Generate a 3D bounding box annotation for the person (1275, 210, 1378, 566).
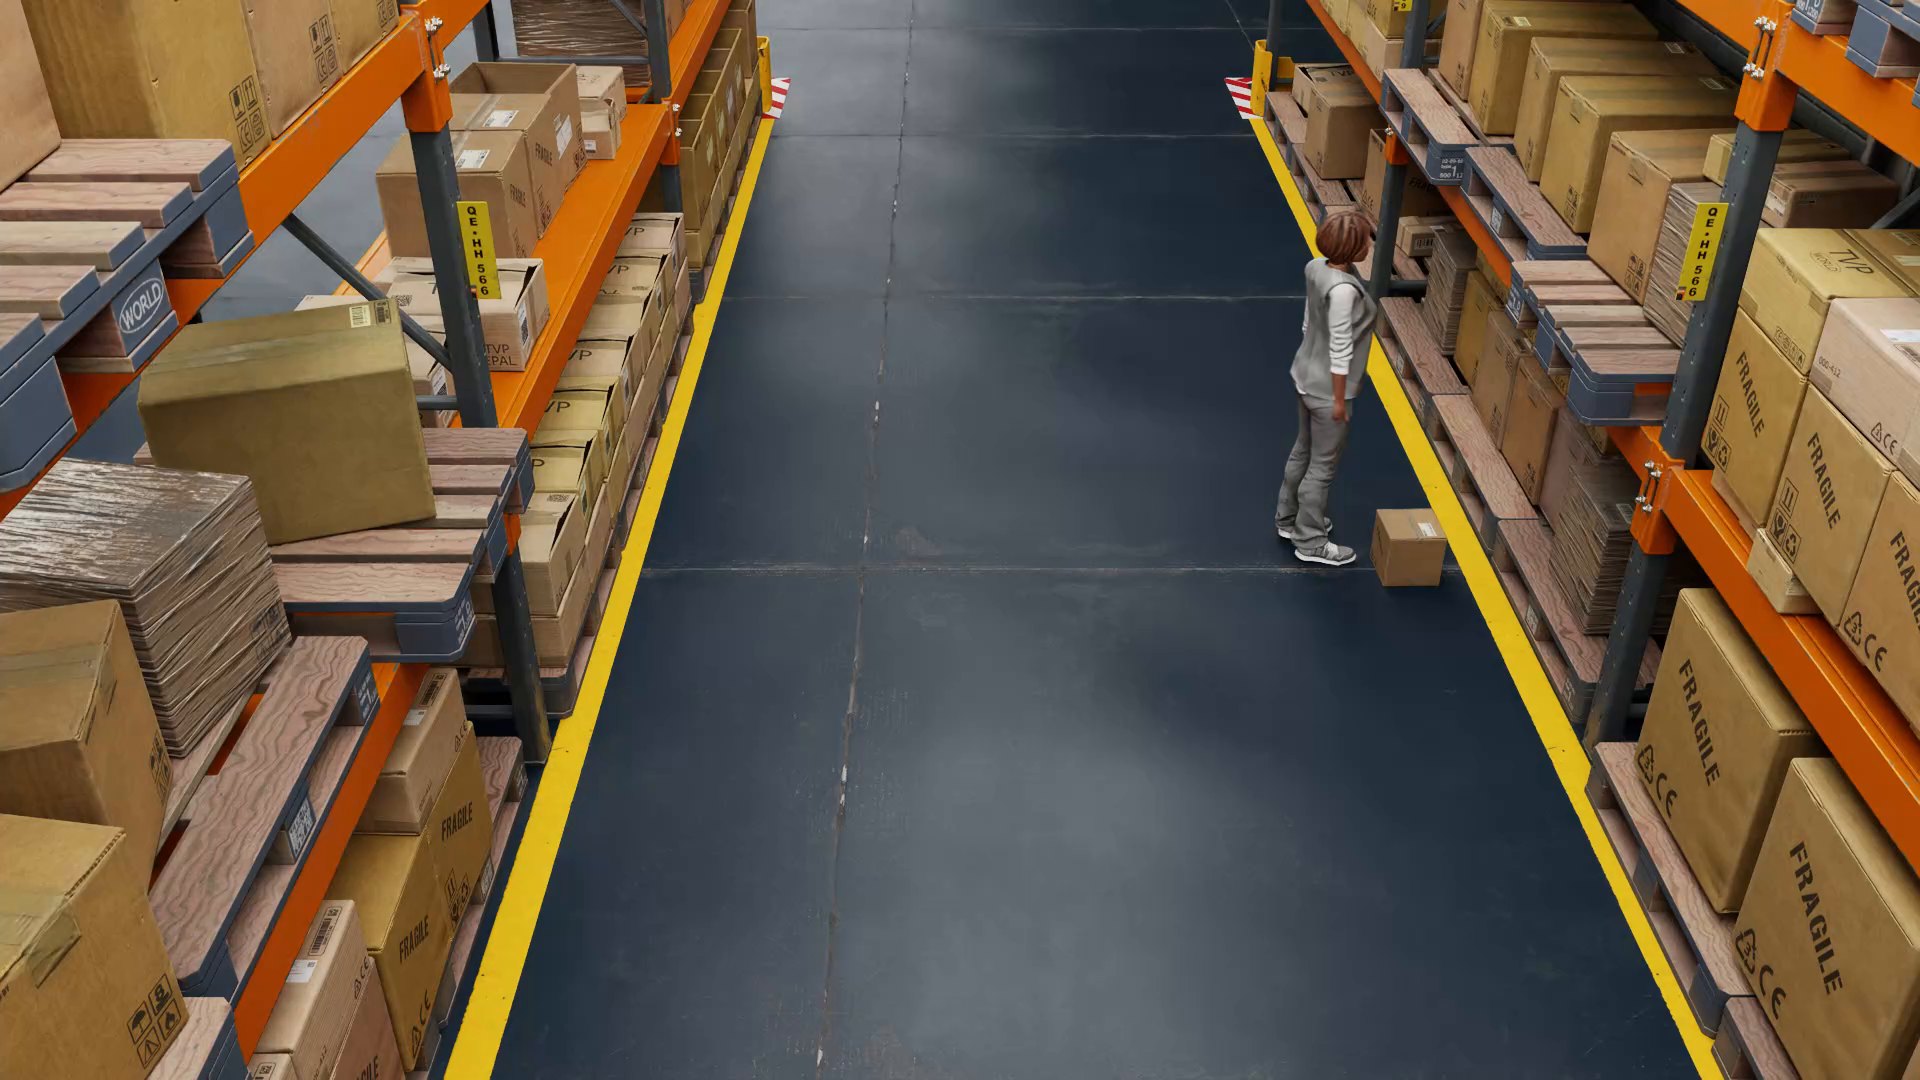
[{"bbox_3d":[1.597,-0.661,7.198,0.324,1.603,0.408,-4,32,-7],"label":"person"}]
